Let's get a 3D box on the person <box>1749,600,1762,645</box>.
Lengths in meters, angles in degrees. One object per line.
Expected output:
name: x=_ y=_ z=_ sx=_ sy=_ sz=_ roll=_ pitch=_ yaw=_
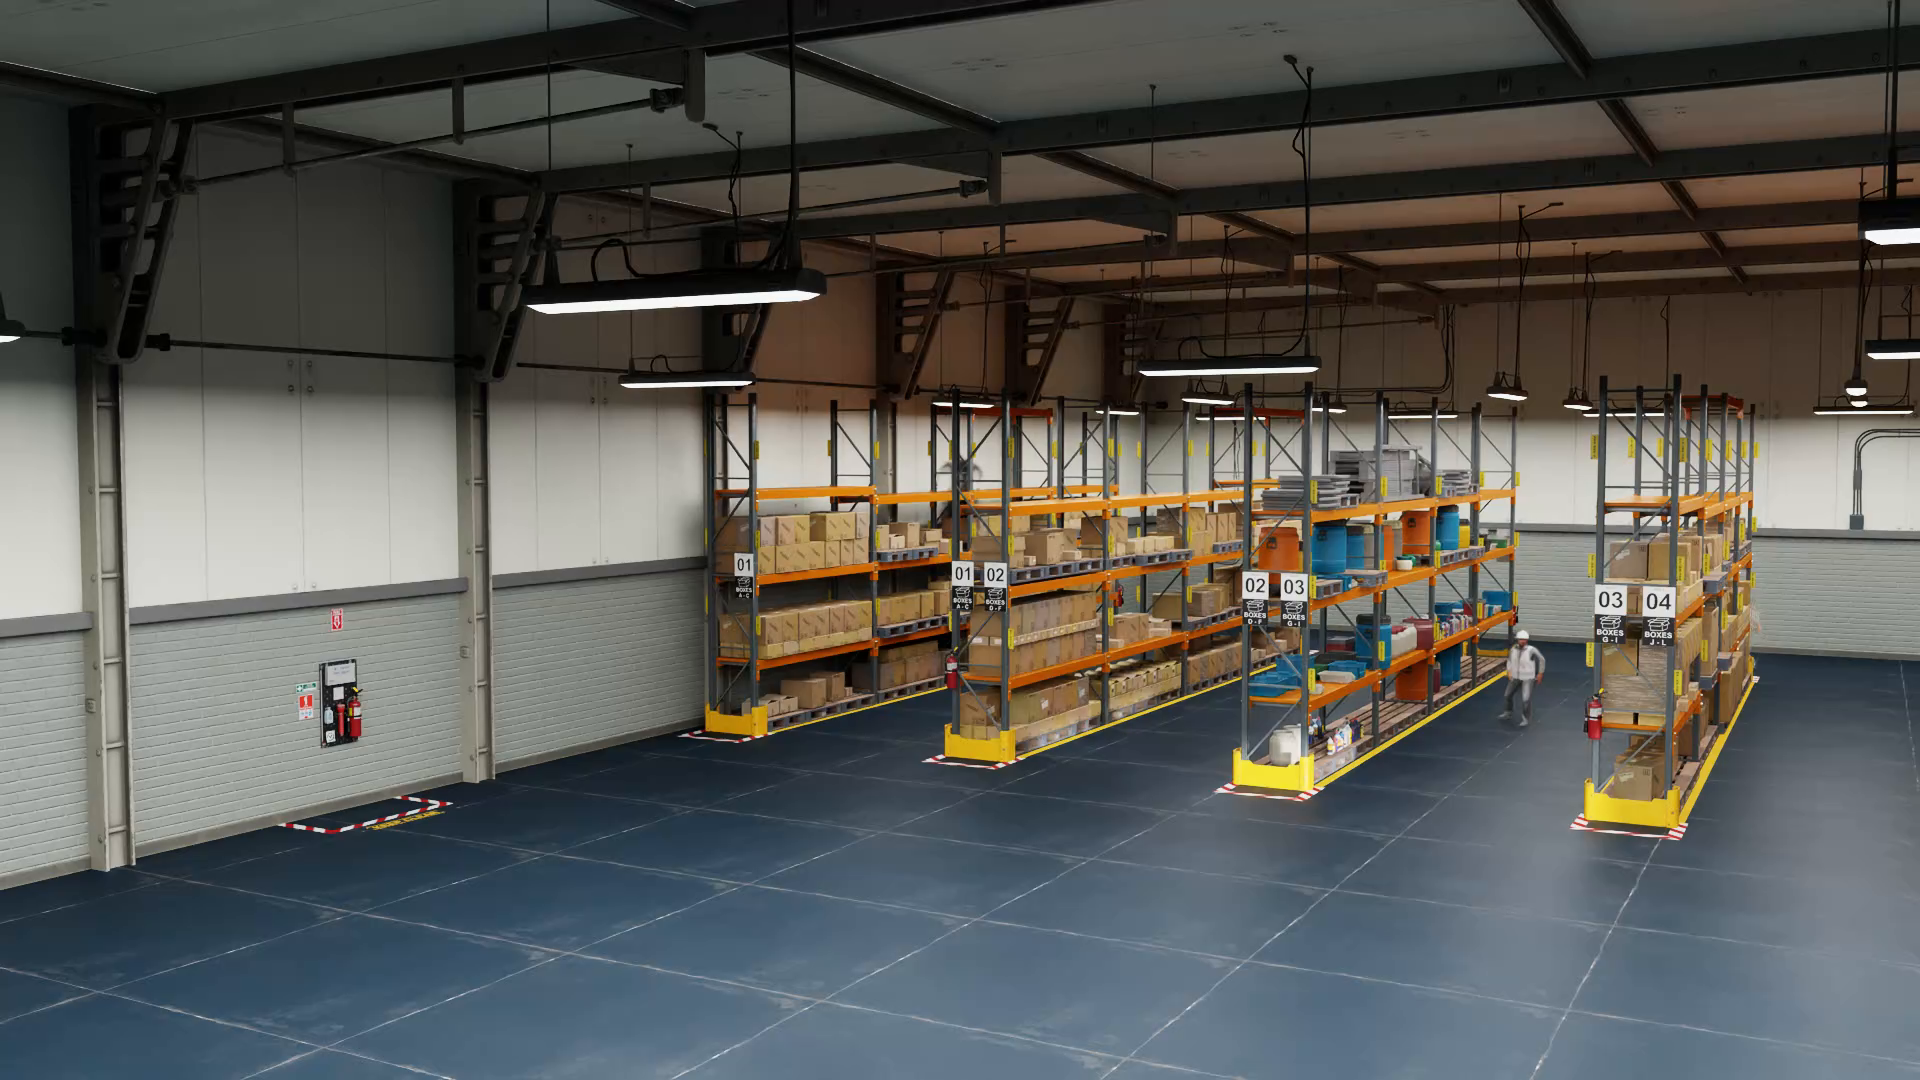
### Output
person: x=17.776 y=2.156 z=37.610 sx=0.540 sy=1.622 sz=0.762 roll=0 pitch=3 yaw=0

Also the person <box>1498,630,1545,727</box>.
person: x=10.203 y=2.501 z=30.339 sx=0.575 sy=1.742 sz=0.857 roll=-3 pitch=4 yaw=-44
